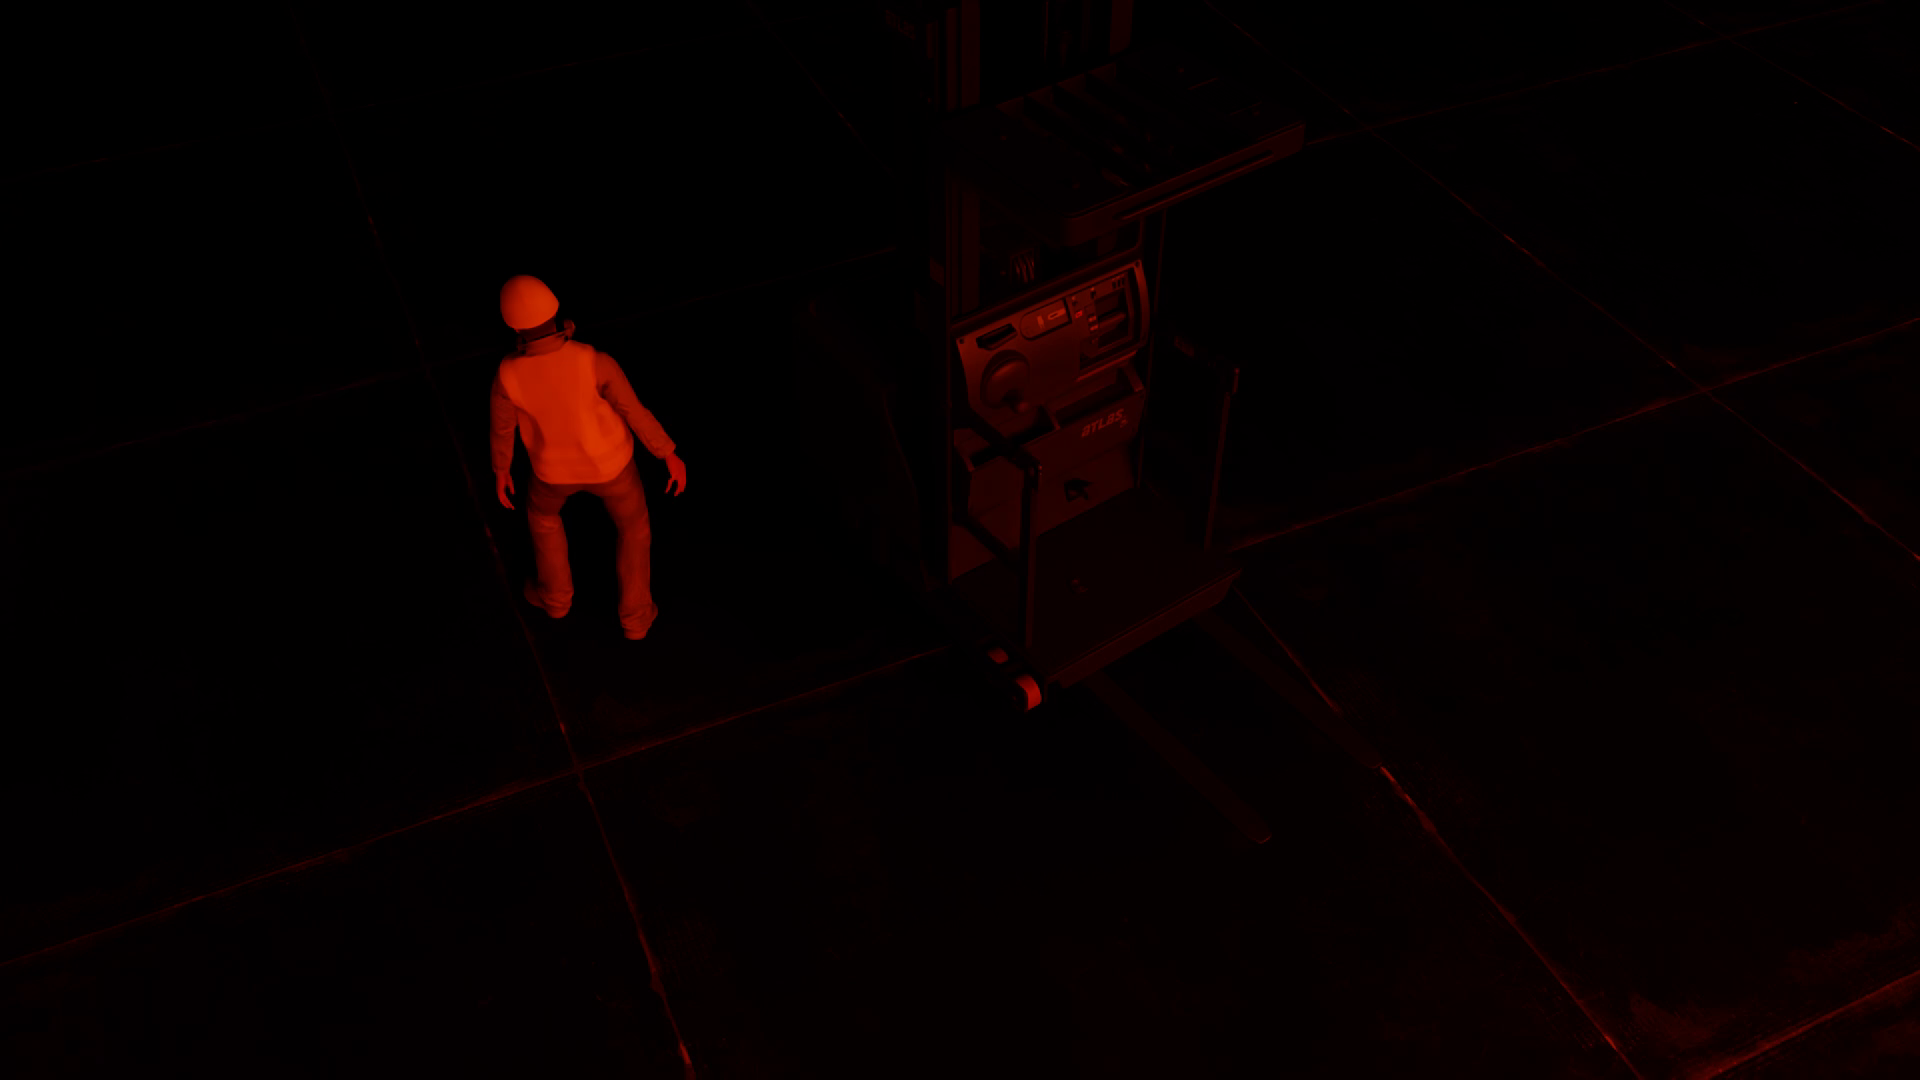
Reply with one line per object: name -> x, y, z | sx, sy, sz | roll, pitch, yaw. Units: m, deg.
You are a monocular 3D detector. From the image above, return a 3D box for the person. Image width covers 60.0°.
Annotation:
person -> -1.565, -0.315, 6.951 | 0.854, 1.745, 0.486 | 1, 43, 1

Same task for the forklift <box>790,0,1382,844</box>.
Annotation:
forklift -> 0.504, -0.729, 6.462 | 1.130, 2.935, 3.031 | -27, 49, -26
